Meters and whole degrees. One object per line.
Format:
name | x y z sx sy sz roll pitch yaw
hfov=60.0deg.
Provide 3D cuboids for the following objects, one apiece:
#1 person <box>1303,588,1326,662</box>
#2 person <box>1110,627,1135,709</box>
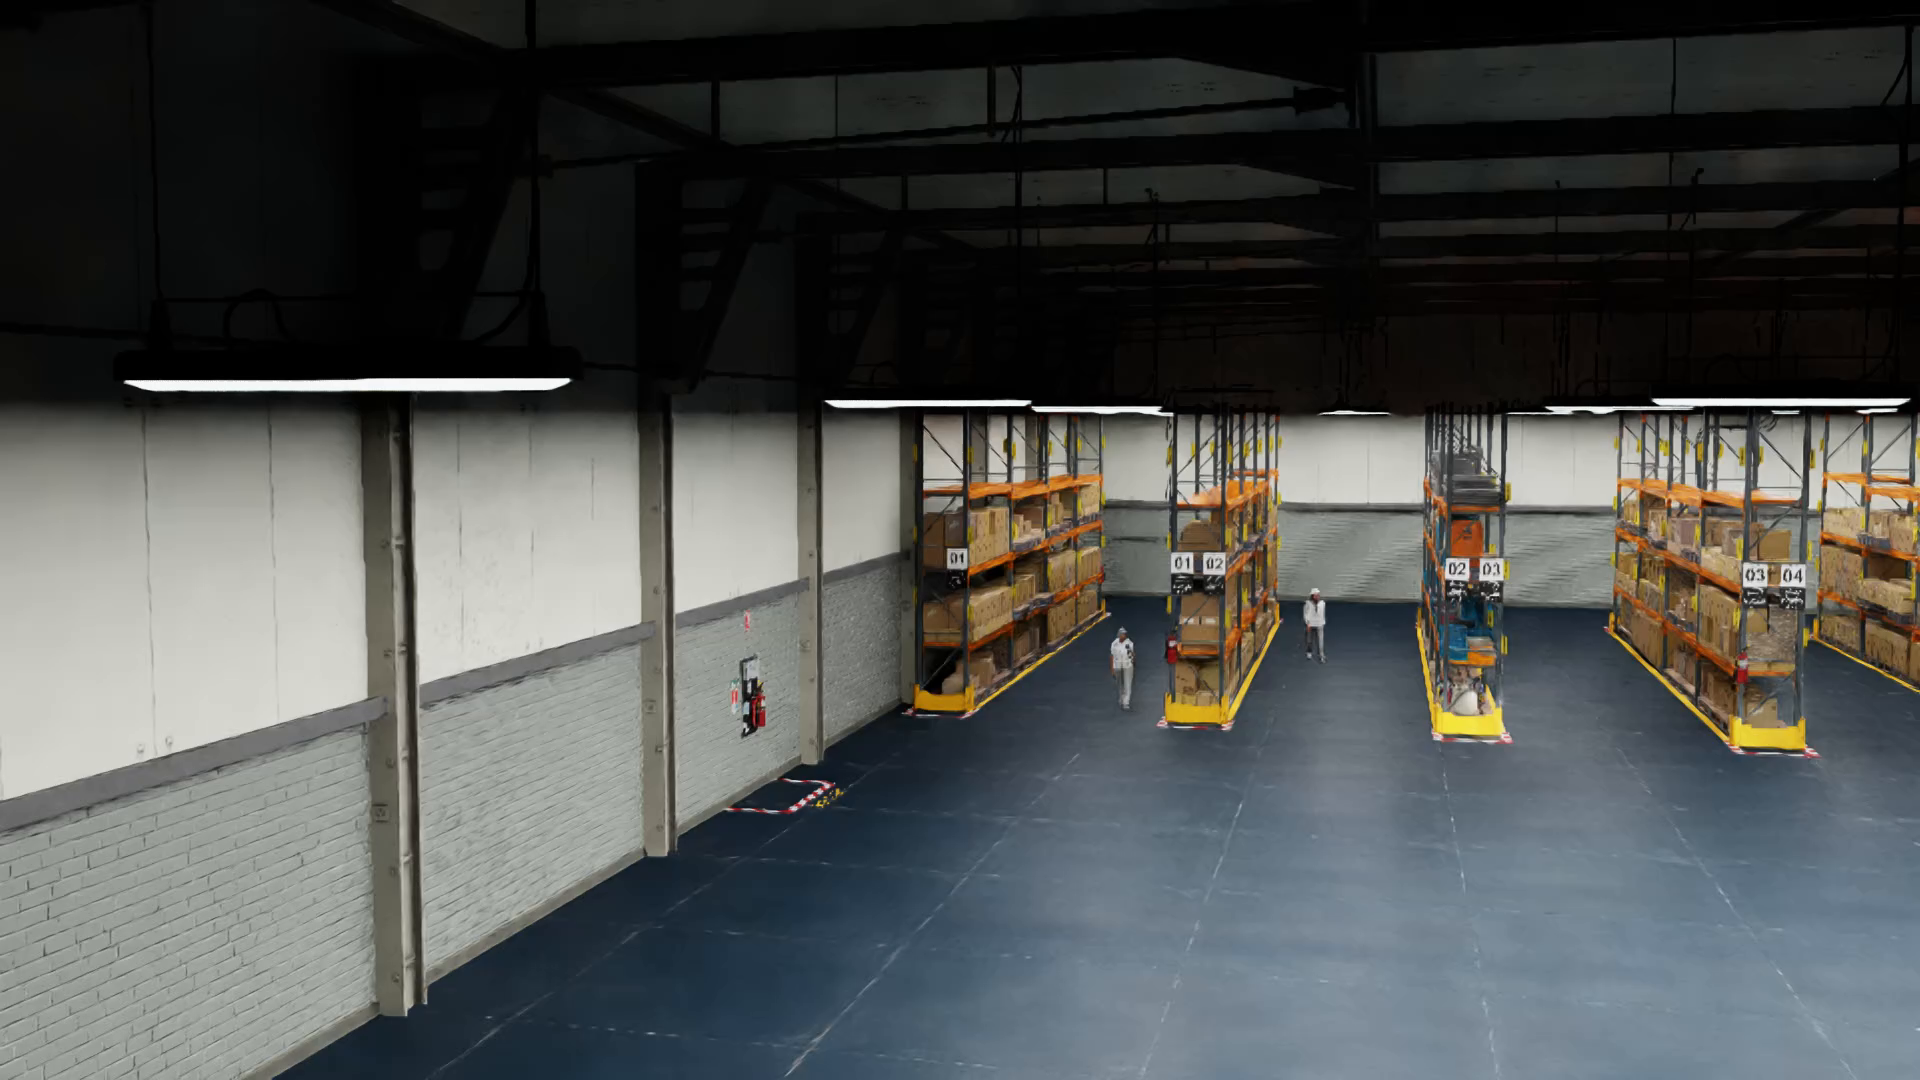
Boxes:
person | 8.311 1.979 38.985 0.538 1.715 1.026 0 4 6
person | 3.204 2.496 32.798 0.497 1.583 1.090 1 4 17
